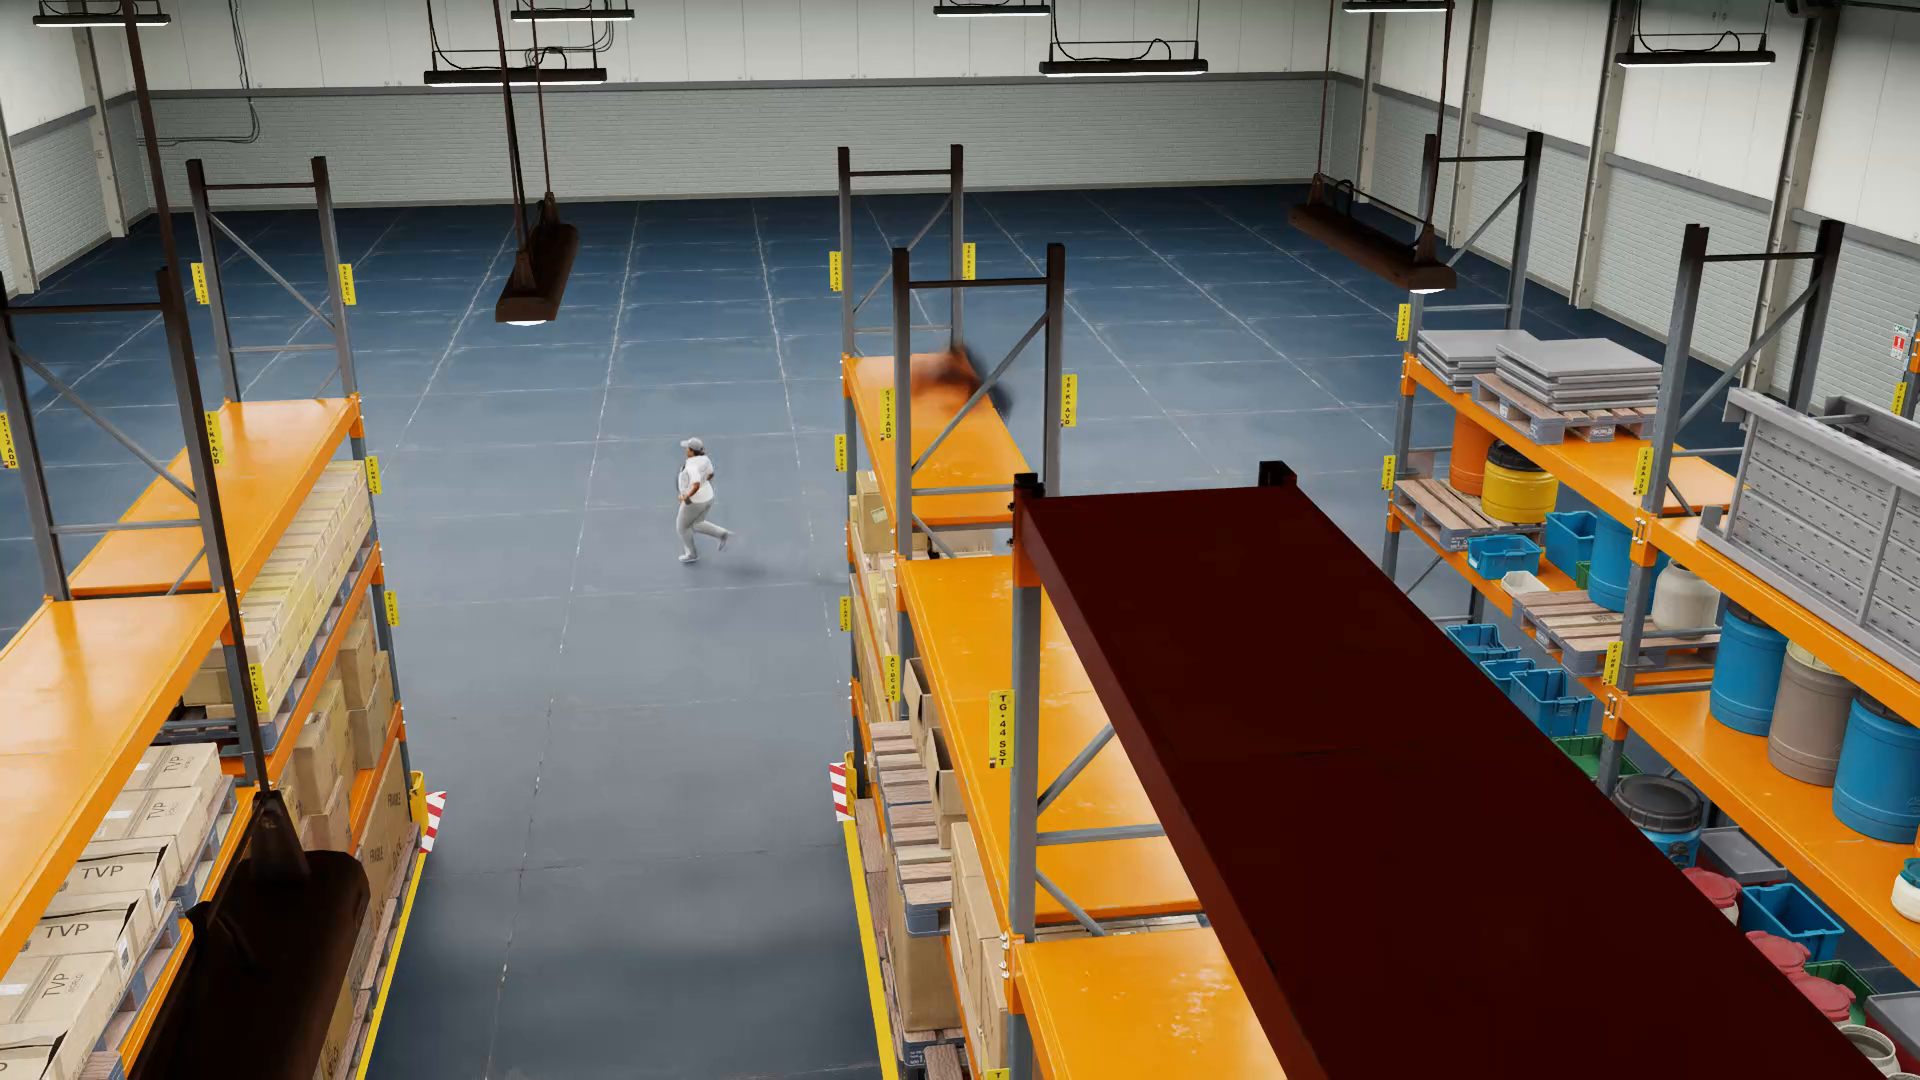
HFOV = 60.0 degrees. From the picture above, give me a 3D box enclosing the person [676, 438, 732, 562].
[{"bbox_3d":[-3.233,-0.481,20.689,0.685,1.643,0.608,6,22,15],"label":"person"}]
